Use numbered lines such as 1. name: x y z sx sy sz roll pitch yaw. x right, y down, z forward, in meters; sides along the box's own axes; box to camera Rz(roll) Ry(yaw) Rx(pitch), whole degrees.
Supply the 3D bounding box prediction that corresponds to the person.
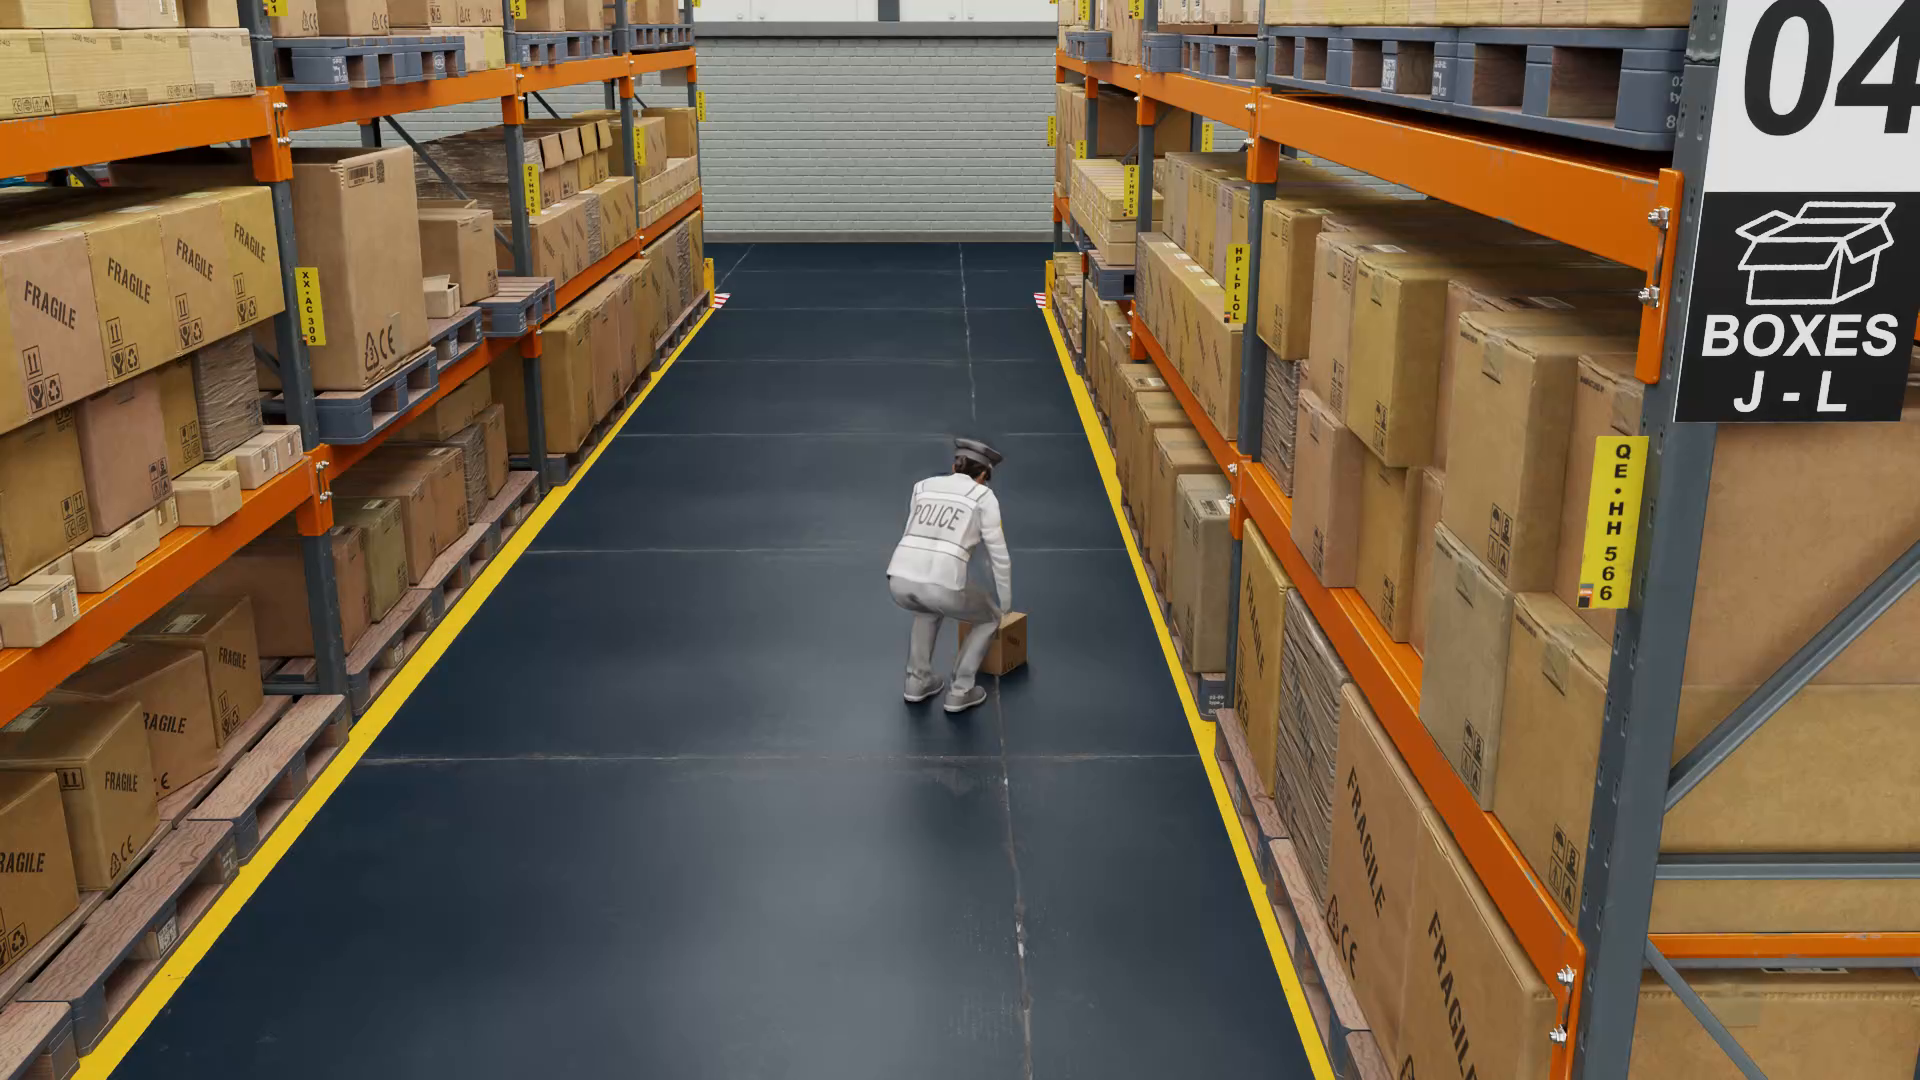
1. person: -0.057 0.157 7.822 0.526 1.207 0.787 11 20 31
